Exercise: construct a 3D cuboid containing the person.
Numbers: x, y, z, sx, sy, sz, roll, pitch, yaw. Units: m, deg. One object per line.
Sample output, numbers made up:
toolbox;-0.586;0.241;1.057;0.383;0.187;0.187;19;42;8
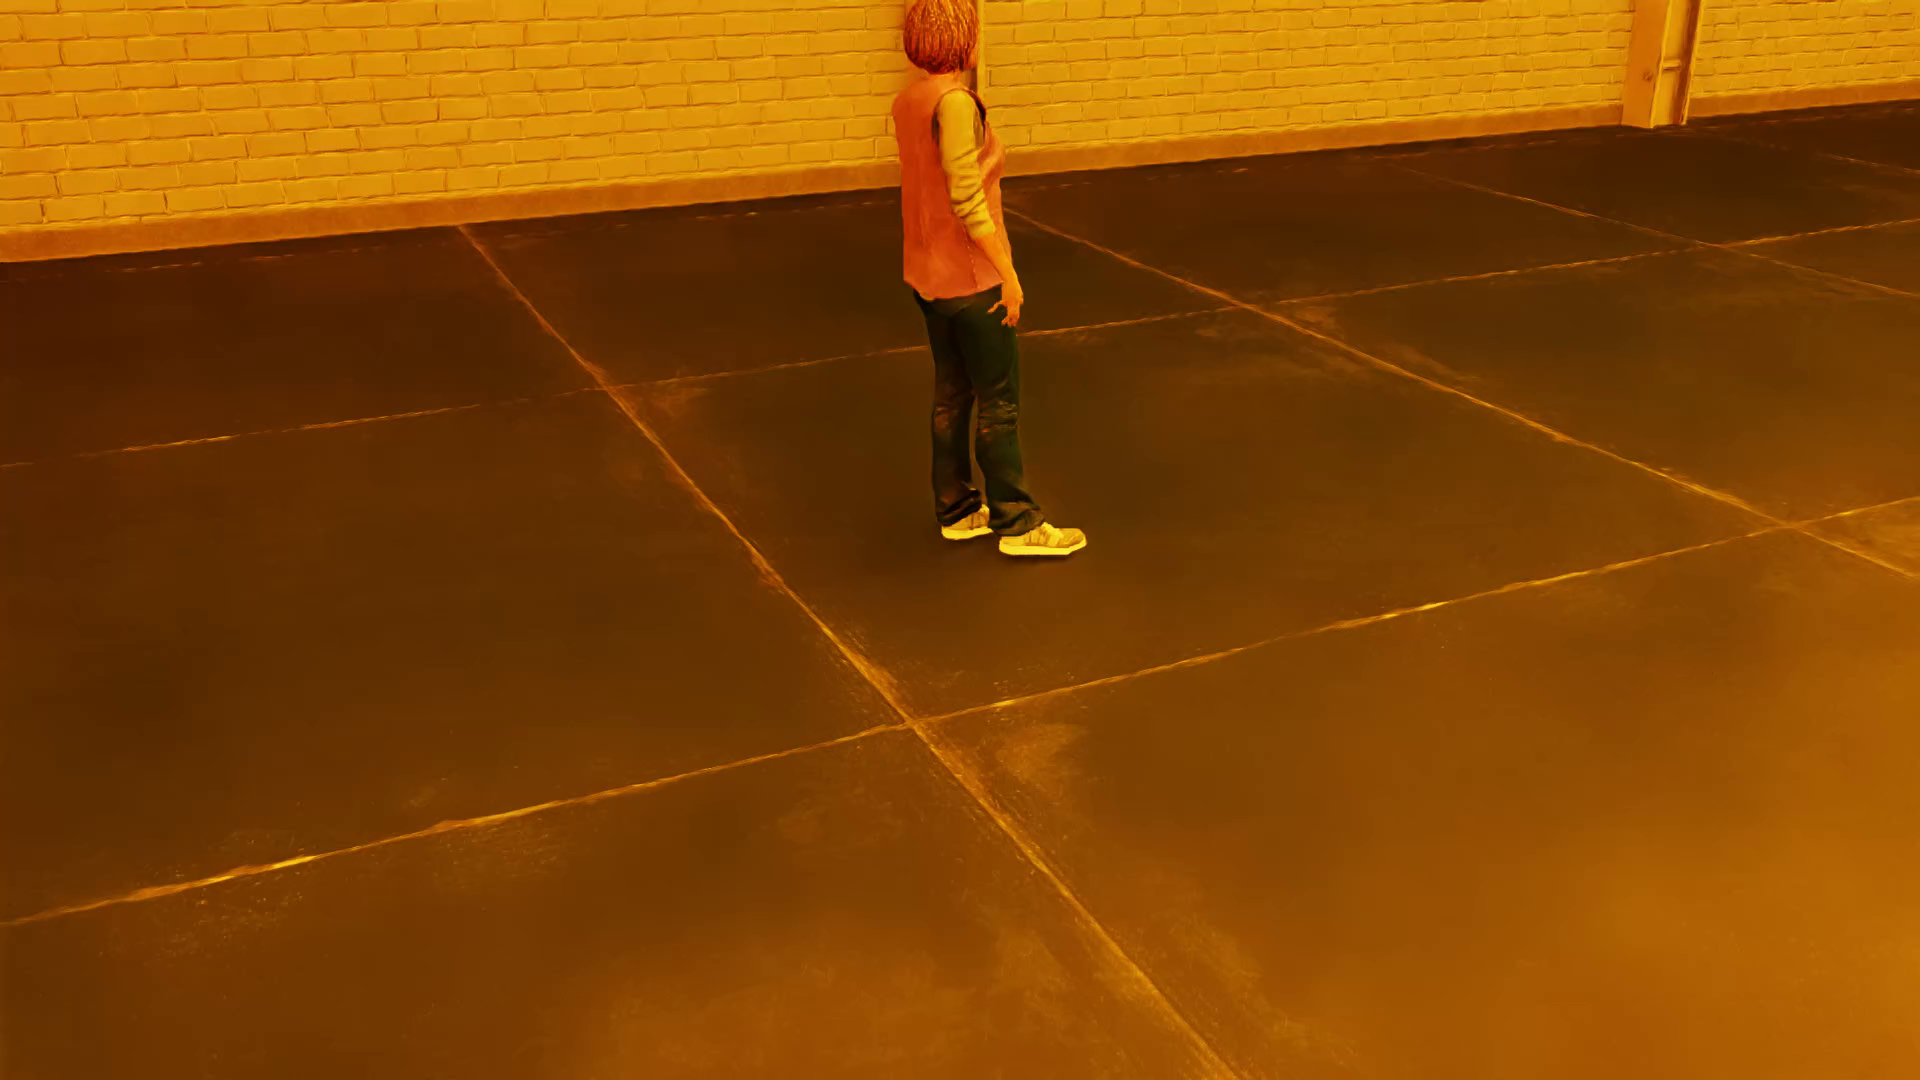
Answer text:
person;0.073;-0.751;4.815;0.474;1.597;0.520;-10;25;-23
